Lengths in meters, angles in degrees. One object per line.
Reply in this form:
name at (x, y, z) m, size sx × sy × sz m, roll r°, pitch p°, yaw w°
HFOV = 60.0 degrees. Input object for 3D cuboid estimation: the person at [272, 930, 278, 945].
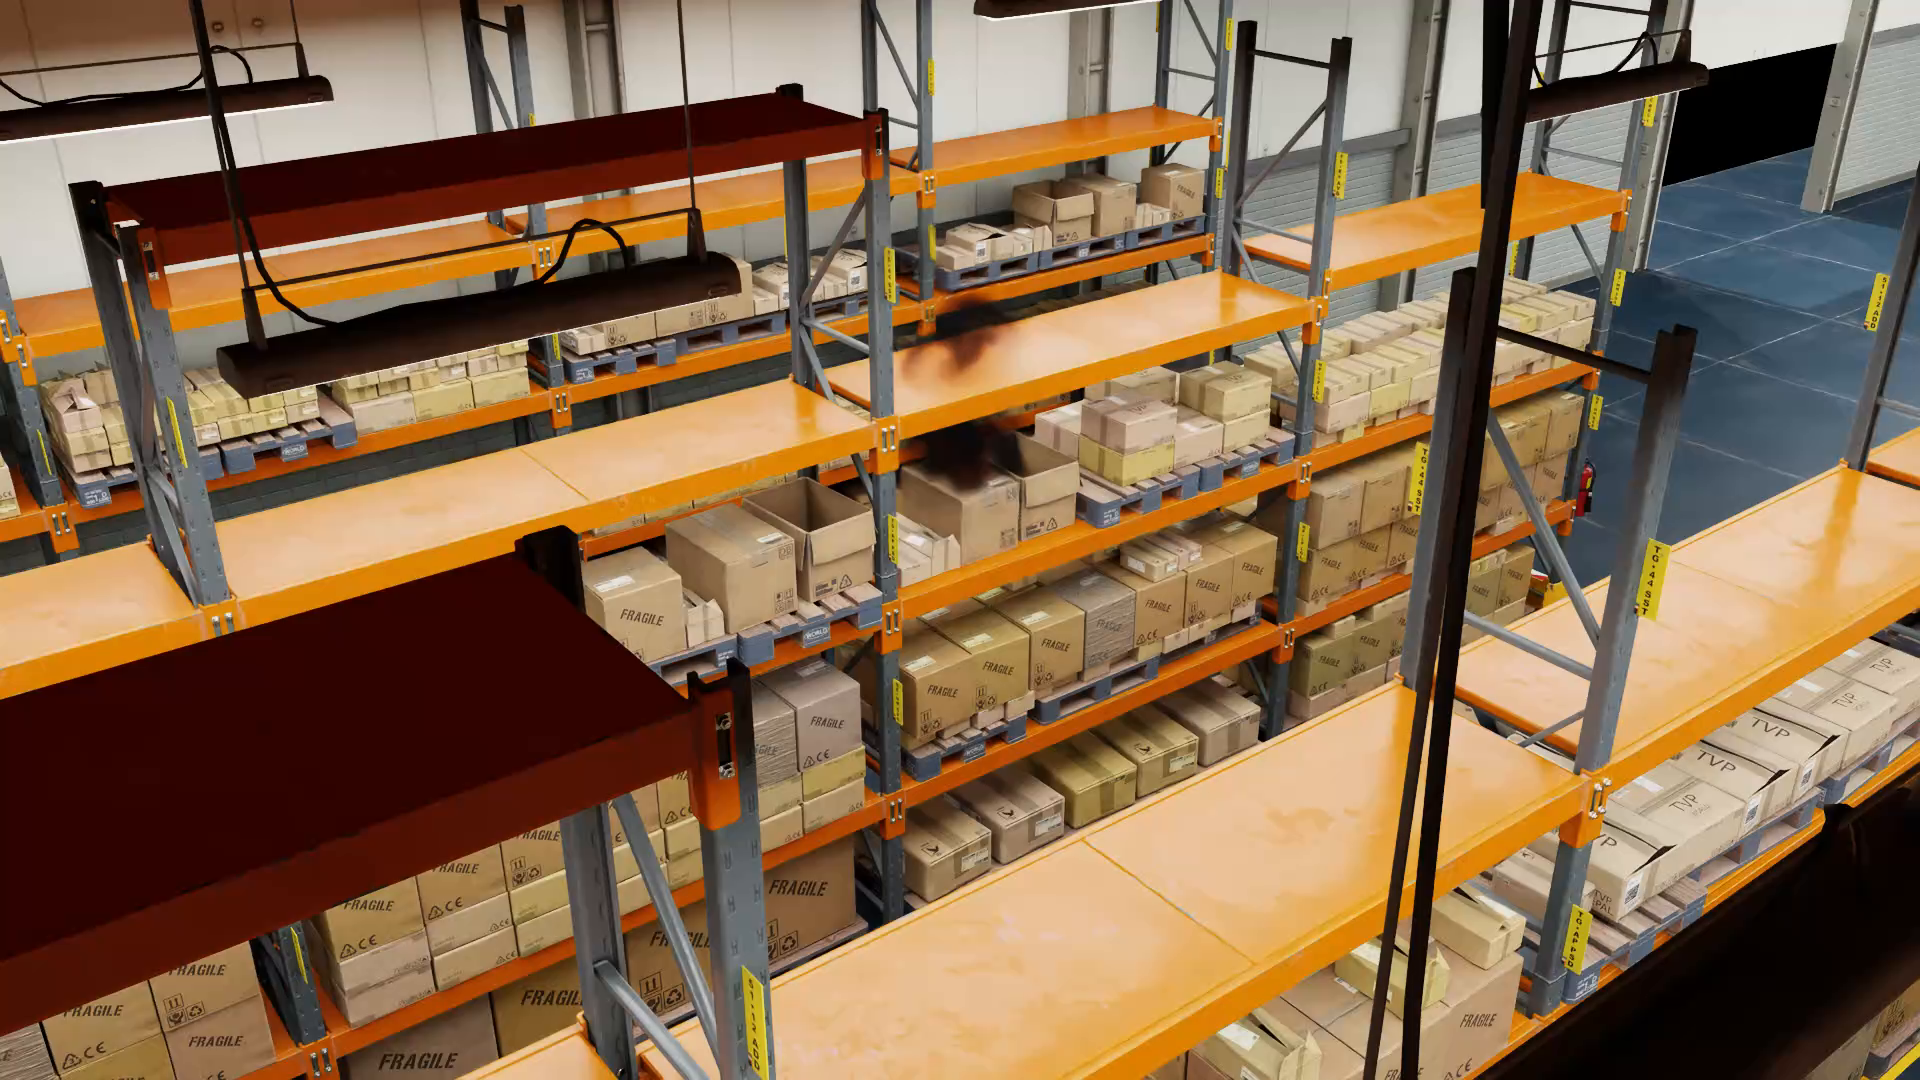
person at (-4.611, 2.407, 11.178) m, size 0.941 × 1.763 × 0.696 m, roll -20°, pitch 32°, yaw -35°
